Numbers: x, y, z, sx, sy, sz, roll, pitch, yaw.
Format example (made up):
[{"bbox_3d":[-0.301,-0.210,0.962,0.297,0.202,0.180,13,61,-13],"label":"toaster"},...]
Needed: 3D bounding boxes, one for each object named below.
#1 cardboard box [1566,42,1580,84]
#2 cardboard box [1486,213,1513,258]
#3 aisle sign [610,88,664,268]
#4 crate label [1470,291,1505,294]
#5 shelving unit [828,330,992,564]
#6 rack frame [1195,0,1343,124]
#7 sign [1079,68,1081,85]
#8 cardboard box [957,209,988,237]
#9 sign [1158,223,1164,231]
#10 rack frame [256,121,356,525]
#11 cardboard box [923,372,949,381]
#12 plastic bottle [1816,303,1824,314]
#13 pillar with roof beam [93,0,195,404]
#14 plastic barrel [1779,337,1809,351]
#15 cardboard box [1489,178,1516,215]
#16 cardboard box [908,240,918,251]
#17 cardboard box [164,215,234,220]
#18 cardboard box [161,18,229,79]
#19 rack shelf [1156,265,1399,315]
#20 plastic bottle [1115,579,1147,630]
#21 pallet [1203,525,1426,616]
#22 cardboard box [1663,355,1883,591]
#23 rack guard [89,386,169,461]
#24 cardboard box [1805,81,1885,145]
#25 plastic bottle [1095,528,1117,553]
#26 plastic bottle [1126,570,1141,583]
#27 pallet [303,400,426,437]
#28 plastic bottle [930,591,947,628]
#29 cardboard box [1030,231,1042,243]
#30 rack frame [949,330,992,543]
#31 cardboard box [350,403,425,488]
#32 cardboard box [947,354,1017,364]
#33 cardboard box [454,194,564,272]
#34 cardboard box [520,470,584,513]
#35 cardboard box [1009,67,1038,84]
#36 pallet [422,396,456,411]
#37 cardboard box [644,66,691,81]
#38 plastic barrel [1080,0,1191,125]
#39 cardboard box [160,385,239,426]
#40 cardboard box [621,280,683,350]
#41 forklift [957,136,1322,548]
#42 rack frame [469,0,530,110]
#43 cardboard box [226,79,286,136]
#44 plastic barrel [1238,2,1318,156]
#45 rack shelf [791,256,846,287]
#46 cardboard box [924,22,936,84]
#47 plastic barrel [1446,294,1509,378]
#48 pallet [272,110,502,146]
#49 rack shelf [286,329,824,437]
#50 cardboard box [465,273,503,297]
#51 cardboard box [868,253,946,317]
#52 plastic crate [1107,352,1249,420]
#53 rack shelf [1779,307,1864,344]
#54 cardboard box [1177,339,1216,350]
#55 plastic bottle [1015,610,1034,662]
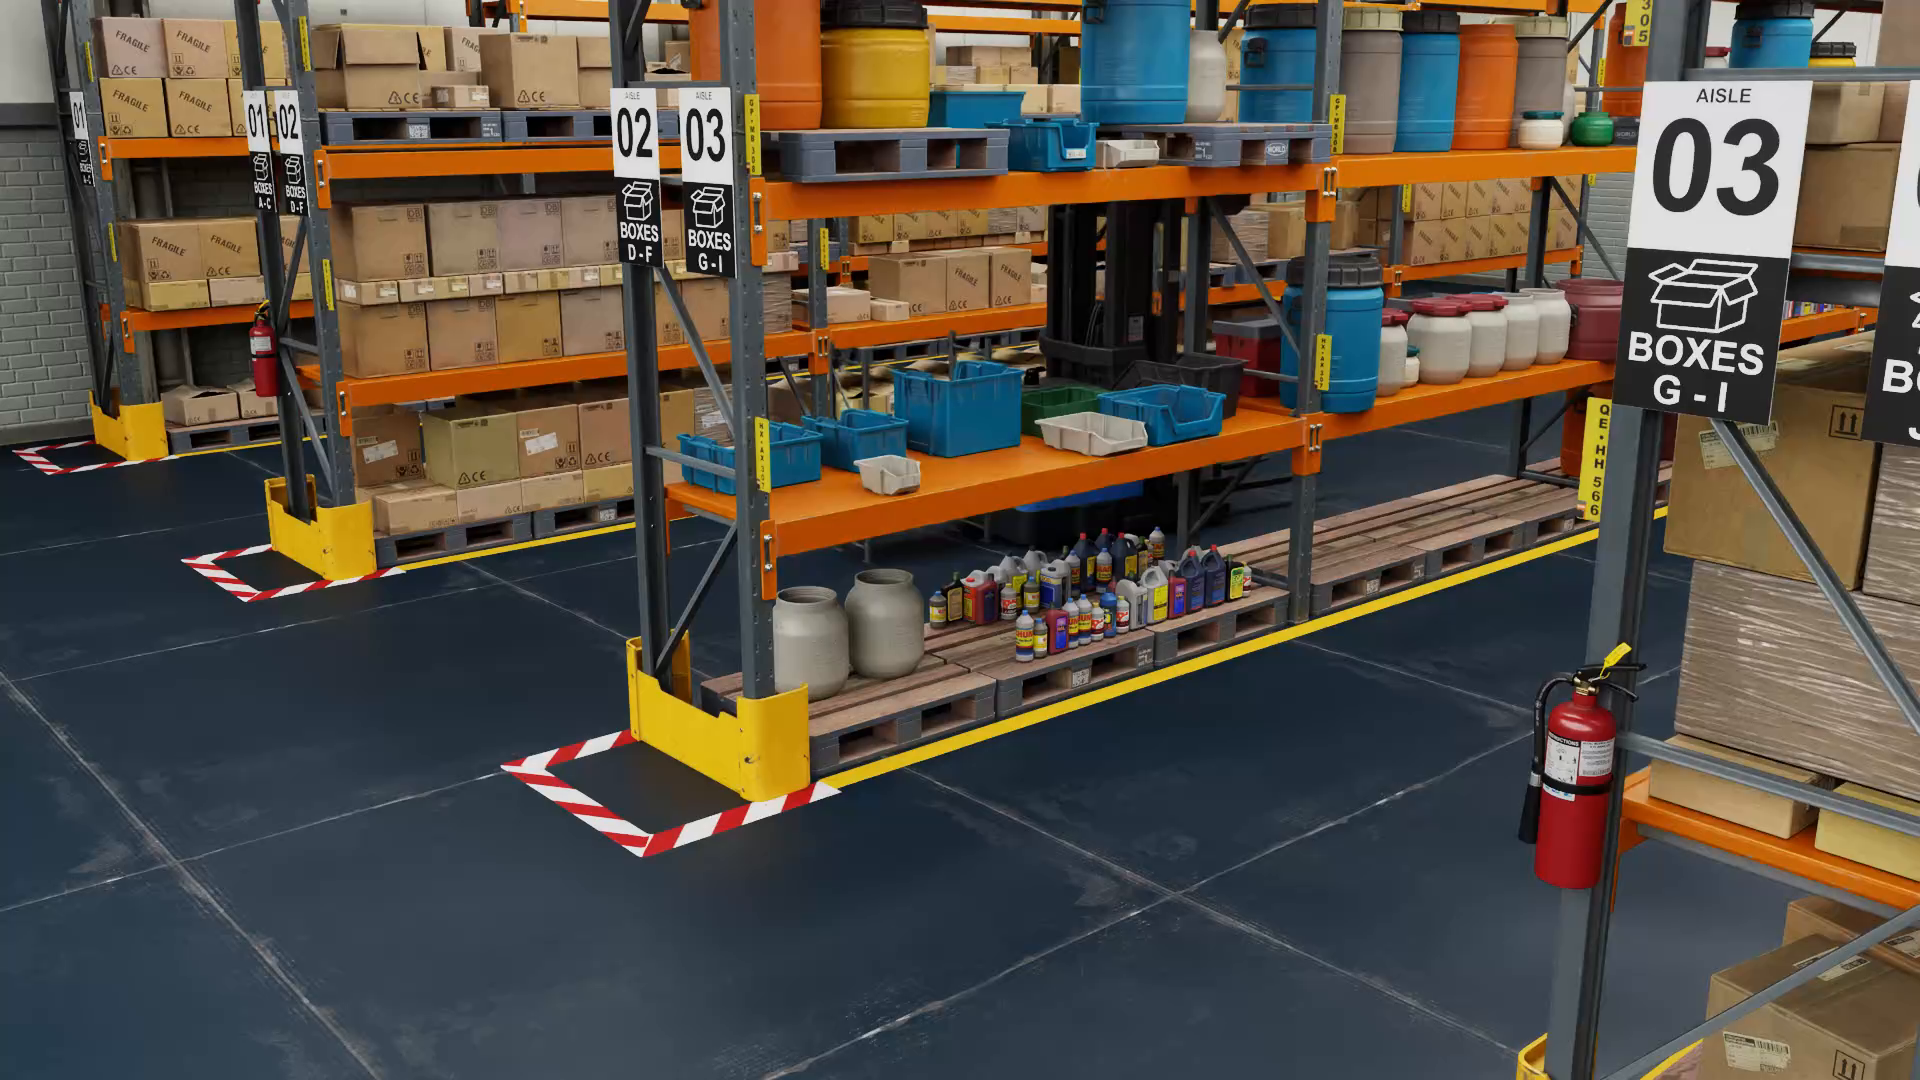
[{"bbox_3d":[7.221,-5.914,20.635,0.500,0.500,0.700,-13,19,-39],"label":"cardboard box"},{"bbox_3d":[6.289,-3.686,20.043,0.500,0.500,0.500,-13,20,-40],"label":"cardboard box"},{"bbox_3d":[-1.473,-1.650,7.578,0.004,0.787,0.394,-13,19,-39],"label":"aisle sign"},{"bbox_3d":[3.884,-1.605,12.378,0.616,0.435,0.502,-13,19,-39],"label":"crate label"},{"bbox_3d":[-0.348,-0.683,11.902,1.048,1.500,0.538,-10,18,-33],"label":"shelving unit"},{"bbox_3d":[1.794,-3.925,9.505,0.127,3.000,1.000,-13,19,-39],"label":"rack frame"},{"bbox_3d":[1.208,-4.474,16.371,0.005,0.325,0.100,-13,19,-39],"label":"sign"},{"bbox_3d":[0.006,-4.127,21.079,0.500,0.500,0.500,-12,19,-38],"label":"cardboard box"},{"bbox_3d":[1.929,-3.121,15.877,0.005,0.325,0.100,-13,19,-39],"label":"sign"},{"bbox_3d":[-4.472,-1.313,11.355,0.127,3.000,1.000,-13,19,-39],"label":"rack frame"},{"bbox_3d":[-0.209,-1.330,14.843,0.500,0.311,0.500,-14,20,-41],"label":"cardboard box"},{"bbox_3d":[7.599,-2.147,14.702,0.133,0.283,0.061,-13,19,-39],"label":"plastic bottle"},{"bbox_3d":[-4.941,-4.625,12.125,0.400,9.000,9.100,-13,19,-39],"label":"pillar with roof beam"},{"bbox_3d":[7.407,-1.482,15.237,0.708,0.901,0.600,-13,19,-39],"label":"plastic barrel"},{"bbox_3d":[6.286,-4.165,19.899,0.500,0.500,0.500,-12,19,-38],"label":"cardboard box"},{"bbox_3d":[-0.731,-3.668,20.616,0.250,0.149,0.380,-13,20,-40],"label":"cardboard box"},{"bbox_3d":[-7.125,-2.781,15.649,0.500,0.500,0.500,-12,19,-39],"label":"cardboard box"},{"bbox_3d":[-6.865,-4.361,14.780,0.500,0.500,0.500,-13,20,-40],"label":"cardboard box"},{"bbox_3d":[3.071,-2.660,17.790,4.000,0.370,1.077,-13,19,-39],"label":"rack shelf"},{"bbox_3d":[0.984,0.356,9.529,0.135,0.276,0.152,-12,19,-38],"label":"plastic bottle"},{"bbox_3d":[2.361,0.180,11.165,1.213,0.211,1.003,-13,19,-39],"label":"pallet"},{"bbox_3d":[2.280,-0.201,4.481,0.500,0.500,0.500,-13,19,-39],"label":"cardboard box"},{"bbox_3d":[-7.670,-1.082,15.334,0.348,0.500,1.175,-13,19,-39],"label":"rack guard"},{"bbox_3d":[2.032,-1.061,4.117,0.250,0.149,0.380,-13,19,-39],"label":"cardboard box"},{"bbox_3d":[0.913,0.097,10.355,0.185,0.351,0.144,-12,19,-38],"label":"plastic bottle"},{"bbox_3d":[1.022,0.310,9.686,0.133,0.283,0.061,-13,19,-39],"label":"plastic bottle"},{"bbox_3d":[-6.114,-1.279,16.630,1.213,0.211,1.003,-13,19,-39],"label":"pallet"},{"bbox_3d":[-0.126,0.394,9.531,0.097,0.201,0.097,0,15,0],"label":"plastic bottle"},{"bbox_3d":[0.857,-4.004,21.874,0.250,0.149,0.380,-12,19,-38],"label":"cardboard box"},{"bbox_3d":[0.074,-0.757,12.177,0.032,1.500,0.500,-10,18,-33],"label":"rack frame"},{"bbox_3d":[-4.263,-0.699,12.116,0.500,0.500,0.500,-13,19,-39],"label":"cardboard box"},{"bbox_3d":[0.198,-1.606,15.878,0.500,0.311,0.500,-13,20,-41],"label":"cardboard box"},{"bbox_3d":[-3.299,-2.250,12.153,0.500,0.500,0.700,-13,19,-39],"label":"cardboard box"},{"bbox_3d":[-3.170,-0.406,12.470,0.500,0.250,0.500,-13,19,-39],"label":"cardboard box"},{"bbox_3d":[0.590,-5.892,21.639,0.500,0.500,0.700,-14,20,-42],"label":"cardboard box"},{"bbox_3d":[-5.193,-1.487,17.408,1.213,0.211,1.003,-13,19,-39],"label":"pallet"},{"bbox_3d":[-2.415,-3.542,12.974,0.500,0.311,0.500,-14,20,-42],"label":"cardboard box"},{"bbox_3d":[0.973,-2.773,9.220,0.708,0.901,0.600,-13,19,-39],"label":"plastic barrel"},{"bbox_3d":[-7.146,-1.290,15.626,0.500,0.311,0.500,13,20,41],"label":"cardboard box"},{"bbox_3d":[-2.560,-1.788,12.938,0.500,0.500,0.700,-12,19,-39],"label":"cardboard box"},{"bbox_3d":[1.471,-1.622,12.643,3.031,2.935,1.130,-9,17,-31],"label":"forklift"},{"bbox_3d":[-4.710,-5.853,16.725,0.127,3.000,1.000,-13,19,-39],"label":"rack frame"},{"bbox_3d":[-6.493,-3.965,15.237,0.500,0.500,0.500,-12,19,-37],"label":"cardboard box"},{"bbox_3d":[2.035,-2.846,10.308,0.708,0.901,0.600,-13,19,-39],"label":"plastic barrel"},{"bbox_3d":[-3.201,-2.946,18.861,4.000,0.370,1.077,-13,19,-39],"label":"rack shelf"},{"bbox_3d":[-0.549,-4.131,14.113,0.500,0.500,0.500,-10,18,-34],"label":"cardboard box"},{"bbox_3d":[3.539,-1.409,11.448,0.433,0.535,0.433,0,15,0],"label":"plastic barrel"},{"bbox_3d":[-3.922,-2.835,11.409,1.213,0.211,1.003,-13,19,-39],"label":"pallet"},{"bbox_3d":[-2.964,-1.305,12.716,4.000,0.370,1.077,-13,19,-39],"label":"rack shelf"},{"bbox_3d":[-3.457,-1.829,11.835,0.250,0.149,0.380,-13,20,-40],"label":"cardboard box"},{"bbox_3d":[-0.467,-2.256,14.688,0.500,0.500,0.500,-11,18,-35],"label":"cardboard box"},{"bbox_3d":[1.315,-0.932,10.048,0.504,0.338,0.767,-13,19,-39],"label":"plastic crate"},{"bbox_3d":[6.320,-1.695,14.177,4.000,0.370,1.077,-13,19,-39],"label":"rack shelf"},{"bbox_3d":[2.485,-1.785,17.111,0.500,0.500,0.500,-14,20,-41],"label":"cardboard box"},{"bbox_3d":[0.349,0.511,8.960,0.097,0.271,0.097,0,15,0],"label":"plastic bottle"}]
